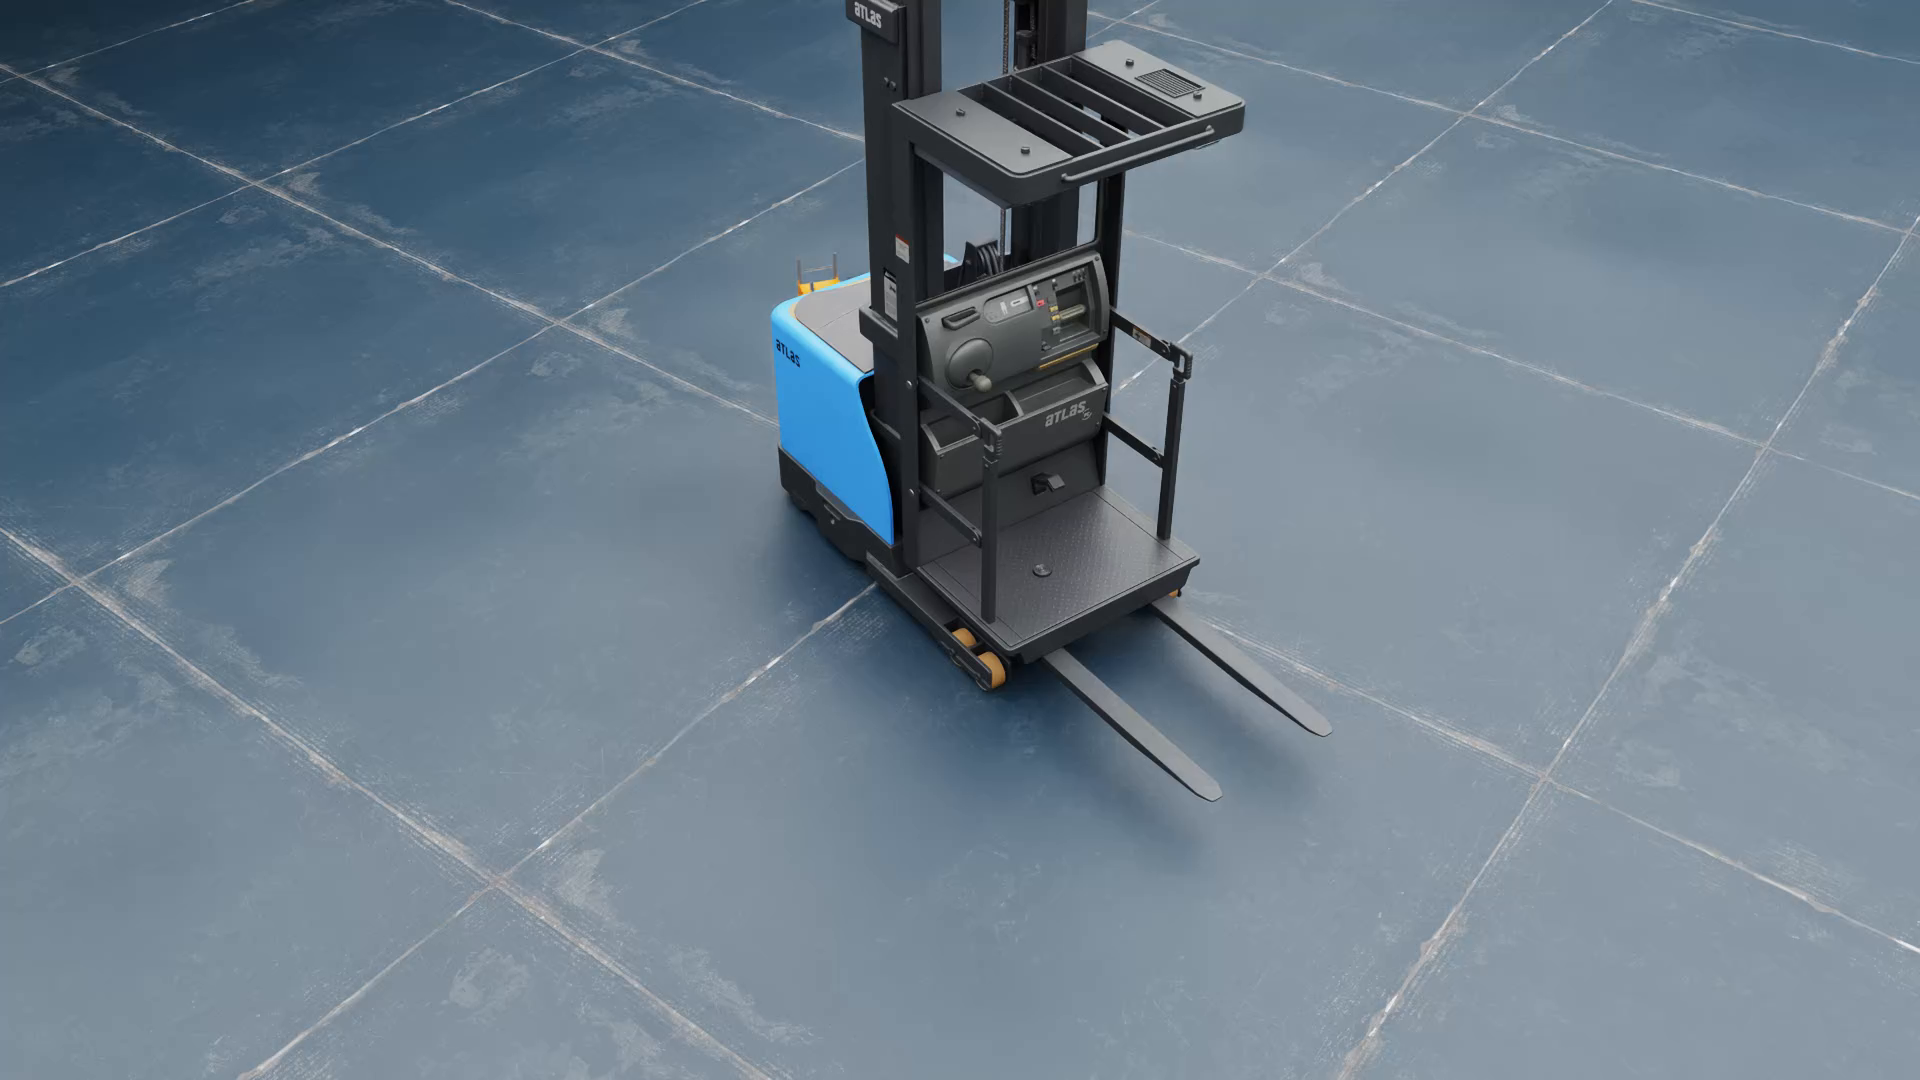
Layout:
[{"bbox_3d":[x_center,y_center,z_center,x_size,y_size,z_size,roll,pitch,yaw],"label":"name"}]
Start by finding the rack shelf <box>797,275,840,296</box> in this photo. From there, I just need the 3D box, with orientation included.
[{"bbox_3d":[-0.668,-1.130,8.258,0.215,0.259,0.240,-12,40,-15],"label":"rack shelf"}]

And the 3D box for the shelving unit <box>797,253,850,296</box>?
[{"bbox_3d":[-0.669,-0.914,8.426,0.215,1.050,0.252,-12,40,-15],"label":"shelving unit"}]

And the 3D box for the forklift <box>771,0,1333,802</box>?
[{"bbox_3d":[0.366,-0.840,6.807,1.130,2.935,3.031,-24,44,-27],"label":"forklift"}]

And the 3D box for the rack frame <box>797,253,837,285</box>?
[{"bbox_3d":[-0.710,-0.985,8.517,0.200,1.050,0.008,-12,40,-15],"label":"rack frame"}]

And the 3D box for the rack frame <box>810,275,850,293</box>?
[{"bbox_3d":[-0.628,-0.844,8.336,0.200,1.050,0.008,-12,40,-15],"label":"rack frame"}]
